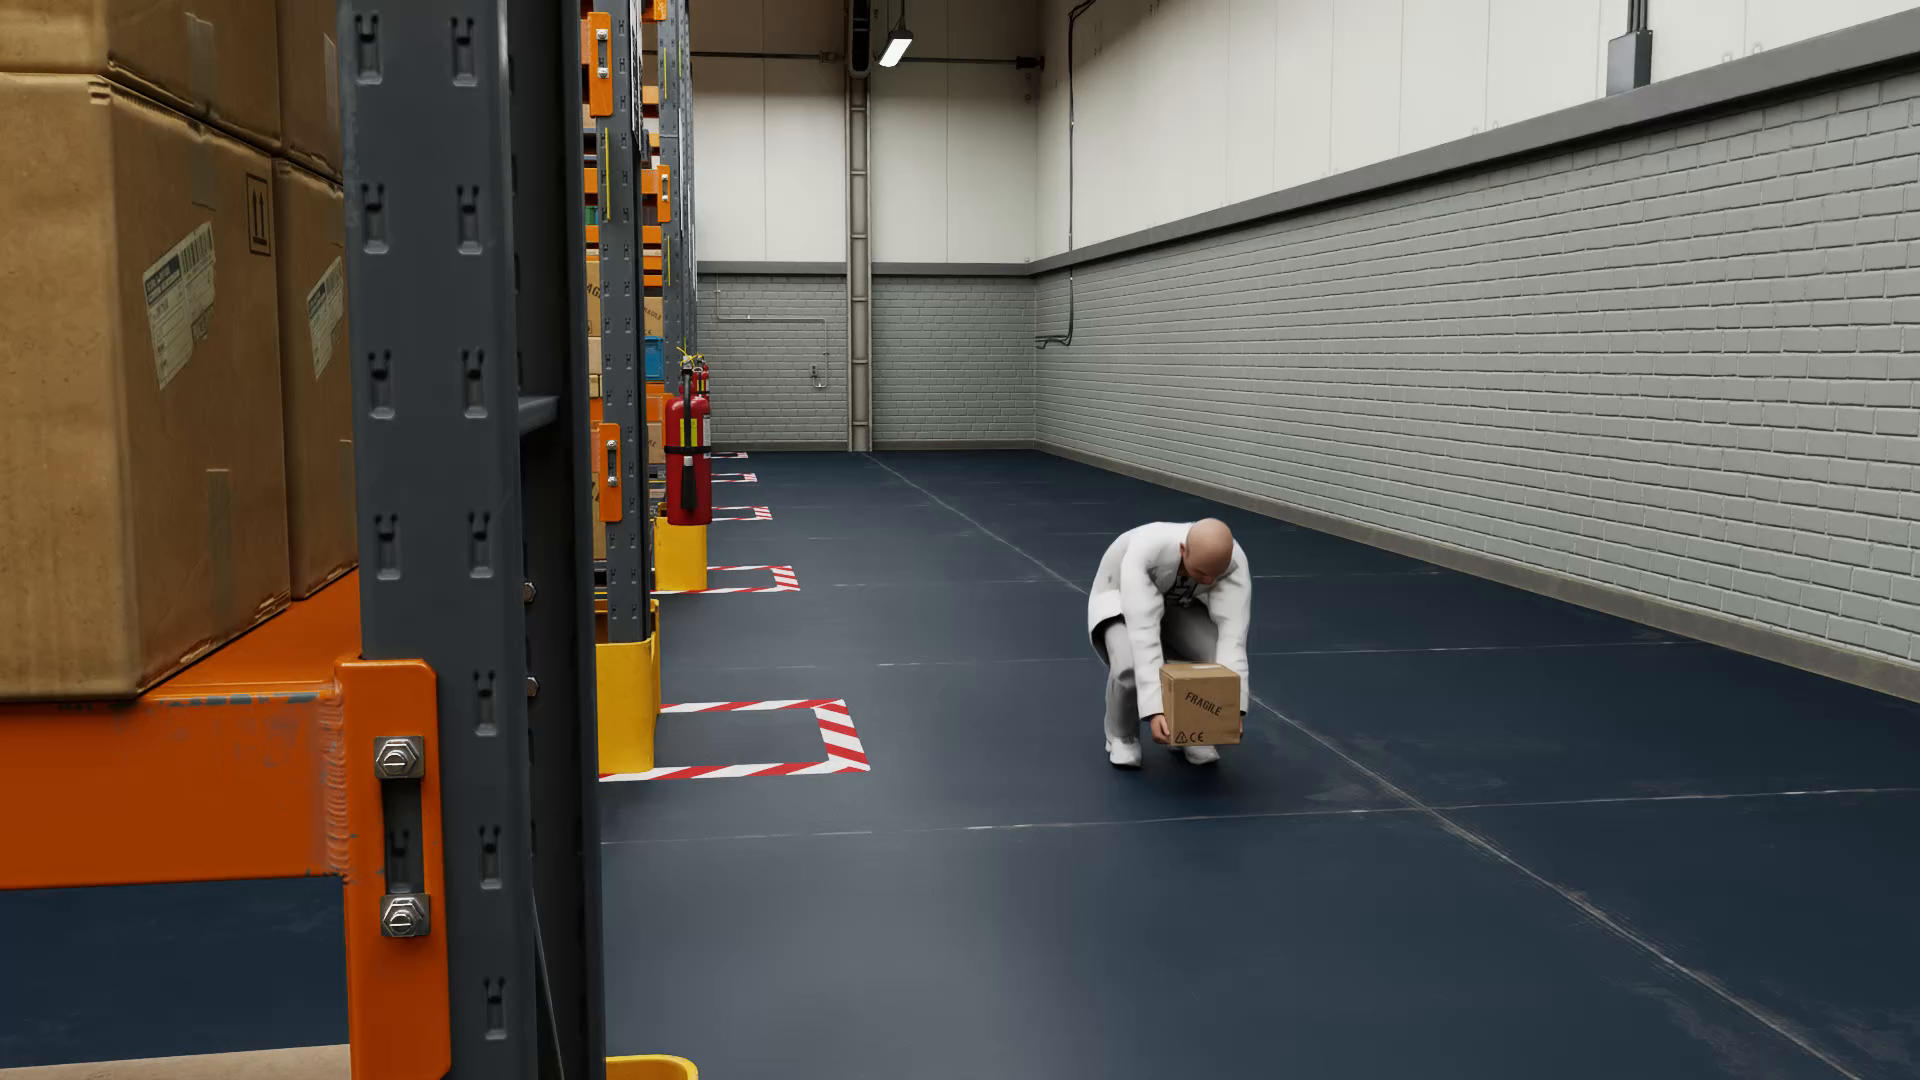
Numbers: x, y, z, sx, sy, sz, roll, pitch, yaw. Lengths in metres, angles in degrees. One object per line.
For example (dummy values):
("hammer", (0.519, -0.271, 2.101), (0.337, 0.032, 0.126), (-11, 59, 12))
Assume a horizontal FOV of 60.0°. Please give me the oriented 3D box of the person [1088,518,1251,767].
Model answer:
("person", (0.802, 0.398, 6.353), (0.591, 0.970, 0.940), (-1, 6, -11))
